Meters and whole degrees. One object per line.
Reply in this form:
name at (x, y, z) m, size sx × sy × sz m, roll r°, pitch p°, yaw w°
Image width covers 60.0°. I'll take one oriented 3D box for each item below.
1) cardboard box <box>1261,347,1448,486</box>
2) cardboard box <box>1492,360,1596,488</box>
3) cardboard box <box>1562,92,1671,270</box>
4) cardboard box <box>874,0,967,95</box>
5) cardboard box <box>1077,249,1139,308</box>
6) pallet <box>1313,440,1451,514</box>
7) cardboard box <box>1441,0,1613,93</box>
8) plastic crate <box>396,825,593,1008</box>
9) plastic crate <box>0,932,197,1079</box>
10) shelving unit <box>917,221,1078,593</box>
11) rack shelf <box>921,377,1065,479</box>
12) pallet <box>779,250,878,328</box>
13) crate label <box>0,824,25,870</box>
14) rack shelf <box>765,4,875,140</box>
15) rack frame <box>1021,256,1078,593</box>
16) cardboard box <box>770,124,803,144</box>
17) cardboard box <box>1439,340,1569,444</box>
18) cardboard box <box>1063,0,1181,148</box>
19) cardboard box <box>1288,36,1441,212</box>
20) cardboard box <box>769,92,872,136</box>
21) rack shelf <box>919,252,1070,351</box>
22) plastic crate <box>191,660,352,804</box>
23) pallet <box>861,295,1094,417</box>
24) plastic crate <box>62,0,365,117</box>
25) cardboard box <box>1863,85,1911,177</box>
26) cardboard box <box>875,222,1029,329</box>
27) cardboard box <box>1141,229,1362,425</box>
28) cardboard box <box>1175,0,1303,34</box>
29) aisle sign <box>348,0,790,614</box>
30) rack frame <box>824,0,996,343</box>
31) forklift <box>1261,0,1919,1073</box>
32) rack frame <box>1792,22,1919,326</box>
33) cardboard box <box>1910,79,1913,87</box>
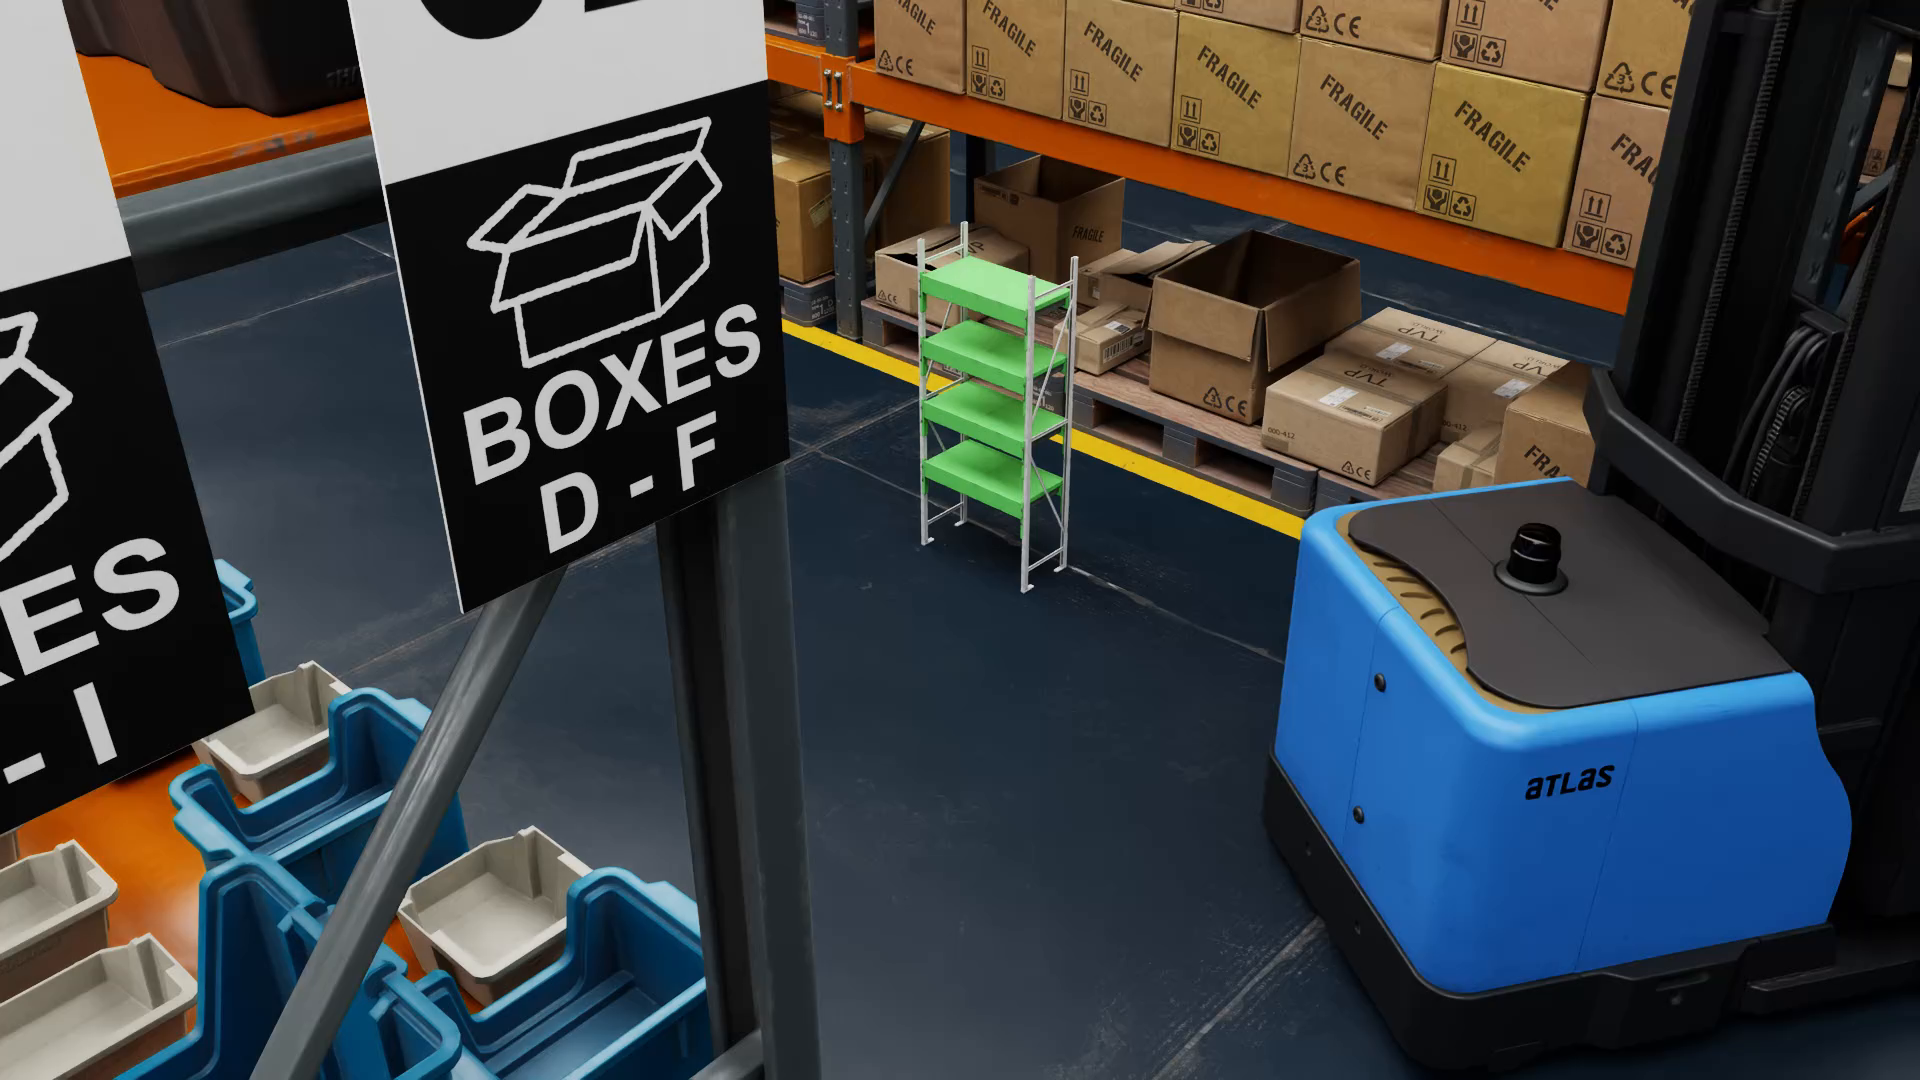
cardboard box at (1.512, -0.483, 6.383) m, size 0.500 × 0.250 × 0.500 m, roll 25°, pitch 39°, yaw 35°
cardboard box at (2.196, -0.249, 5.753) m, size 0.500 × 0.500 × 0.500 m, roll 25°, pitch 39°, yaw 35°
cardboard box at (2.249, -1.132, 5.125) m, size 0.500 × 0.500 × 0.500 m, roll 26°, pitch 40°, yaw 36°
cardboard box at (-0.006, -2.185, 6.873) m, size 0.500 × 0.500 × 0.500 m, roll 26°, pitch 40°, yaw 36°
cardboard box at (0.730, -1.194, 7.662) m, size 0.250 × 0.149 × 0.380 m, roll 25°, pitch 39°, yaw 35°
pallet at (2.116, -0.145, 6.286) m, size 1.213 × 0.211 × 1.003 m, roll 25°, pitch 39°, yaw 35°
cardboard box at (1.875, -1.733, 5.153) m, size 0.500 × 0.500 × 0.500 m, roll 26°, pitch 40°, yaw 36°
plastic crate at (-0.707, 0.588, 2.562) m, size 0.298 × 0.136 × 0.250 m, roll 25°, pitch 39°, yaw 35°
plastic crate at (-1.289, 0.729, 2.328) m, size 0.243 × 0.136 × 0.396 m, roll 25°, pitch 39°, yaw 35°
shelving unit at (0.123, -0.457, 5.845) m, size 0.503 × 1.200 × 0.258 m, roll 25°, pitch 39°, yaw 35°
rack shelf at (0.123, -0.402, 5.878) m, size 0.480 × 0.148 × 0.258 m, roll 25°, pitch 39°, yaw 35°
pallet at (-0.830, -1.495, 8.528) m, size 1.213 × 0.211 × 1.003 m, roll 25°, pitch 39°, yaw 35°
crate label at (-1.717, 0.536, 2.648) m, size 0.243 × 0.136 × 0.396 m, roll 25°, pitch 39°, yaw 35°
rack shelf at (-1.684, -2.806, 8.701) m, size 4.000 × 0.370 × 1.077 m, roll 25°, pitch 39°, yaw 35°
rack frame at (0.304, -0.372, 5.705) m, size 0.015 × 1.200 × 0.240 m, roll 25°, pitch 39°, yaw 35°
cardboard box at (-1.121, -1.775, 8.288) m, size 0.500 × 0.500 × 0.500 m, roll 25°, pitch 39°, yaw 35°
cardboard box at (2.181, -0.518, 6.442) m, size 0.500 × 0.250 × 0.500 m, roll 25°, pitch 39°, yaw 35°
cardboard box at (0.745, -1.835, 6.292) m, size 0.500 × 0.500 × 0.500 m, roll 25°, pitch 39°, yaw 35°
cardboard box at (1.496, -1.485, 5.711) m, size 0.500 × 0.500 × 0.500 m, roll 25°, pitch 39°, yaw 35°
cardboard box at (-0.800, -1.981, 8.629) m, size 0.500 × 0.500 × 0.500 m, roll 26°, pitch 39°, yaw 36°
rack shelf at (0.123, -0.813, 5.631) m, size 0.480 × 0.148 × 0.258 m, roll 25°, pitch 39°, yaw 35°
plastic crate at (-1.210, 0.353, 2.952) m, size 0.298 × 0.136 × 0.250 m, roll 25°, pitch 39°, yaw 35°
pallet at (0.307, -0.989, 7.689) m, size 1.213 × 0.211 × 1.003 m, roll 25°, pitch 39°, yaw 35°
plastic crate at (-0.661, -0.614, 1.580) m, size 0.590 × 0.269 × 0.497 m, roll 25°, pitch 39°, yaw 35°
cardboard box at (5.128, -2.420, 9.377) m, size 0.500 × 0.500 × 0.700 m, roll 25°, pitch 39°, yaw 35°
cardboard box at (-0.035, -1.231, 7.567) m, size 0.500 × 0.311 × 0.500 m, roll 25°, pitch 39°, yaw 35°
cardboard box at (1.195, -0.893, 6.819) m, size 0.637 × 0.503 × 0.797 m, roll 25°, pitch 39°, yaw 35°
cardboard box at (1.106, -2.088, 5.744) m, size 0.500 × 0.500 × 0.500 m, roll 26°, pitch 40°, yaw 36°
aisle sign at (-0.310, -0.347, 1.398) m, size 0.004 × 0.787 × 0.394 m, roll 25°, pitch 39°, yaw 35°
rack frame at (-0.202, -2.422, 7.365) m, size 0.127 × 3.000 × 1.000 m, roll 25°, pitch 39°, yaw 35°
forklift at (2.441, -0.361, 4.008) m, size 3.031 × 2.935 × 1.130 m, roll -7°, pitch 32°, yaw -12°
rack frame at (2.764, -1.038, 5.066) m, size 0.127 × 3.000 × 1.000 m, roll 25°, pitch 39°, yaw 35°
cardboard box at (5.282, -2.499, 8.881) m, size 0.250 × 0.149 × 0.380 m, roll 25°, pitch 39°, yaw 35°
